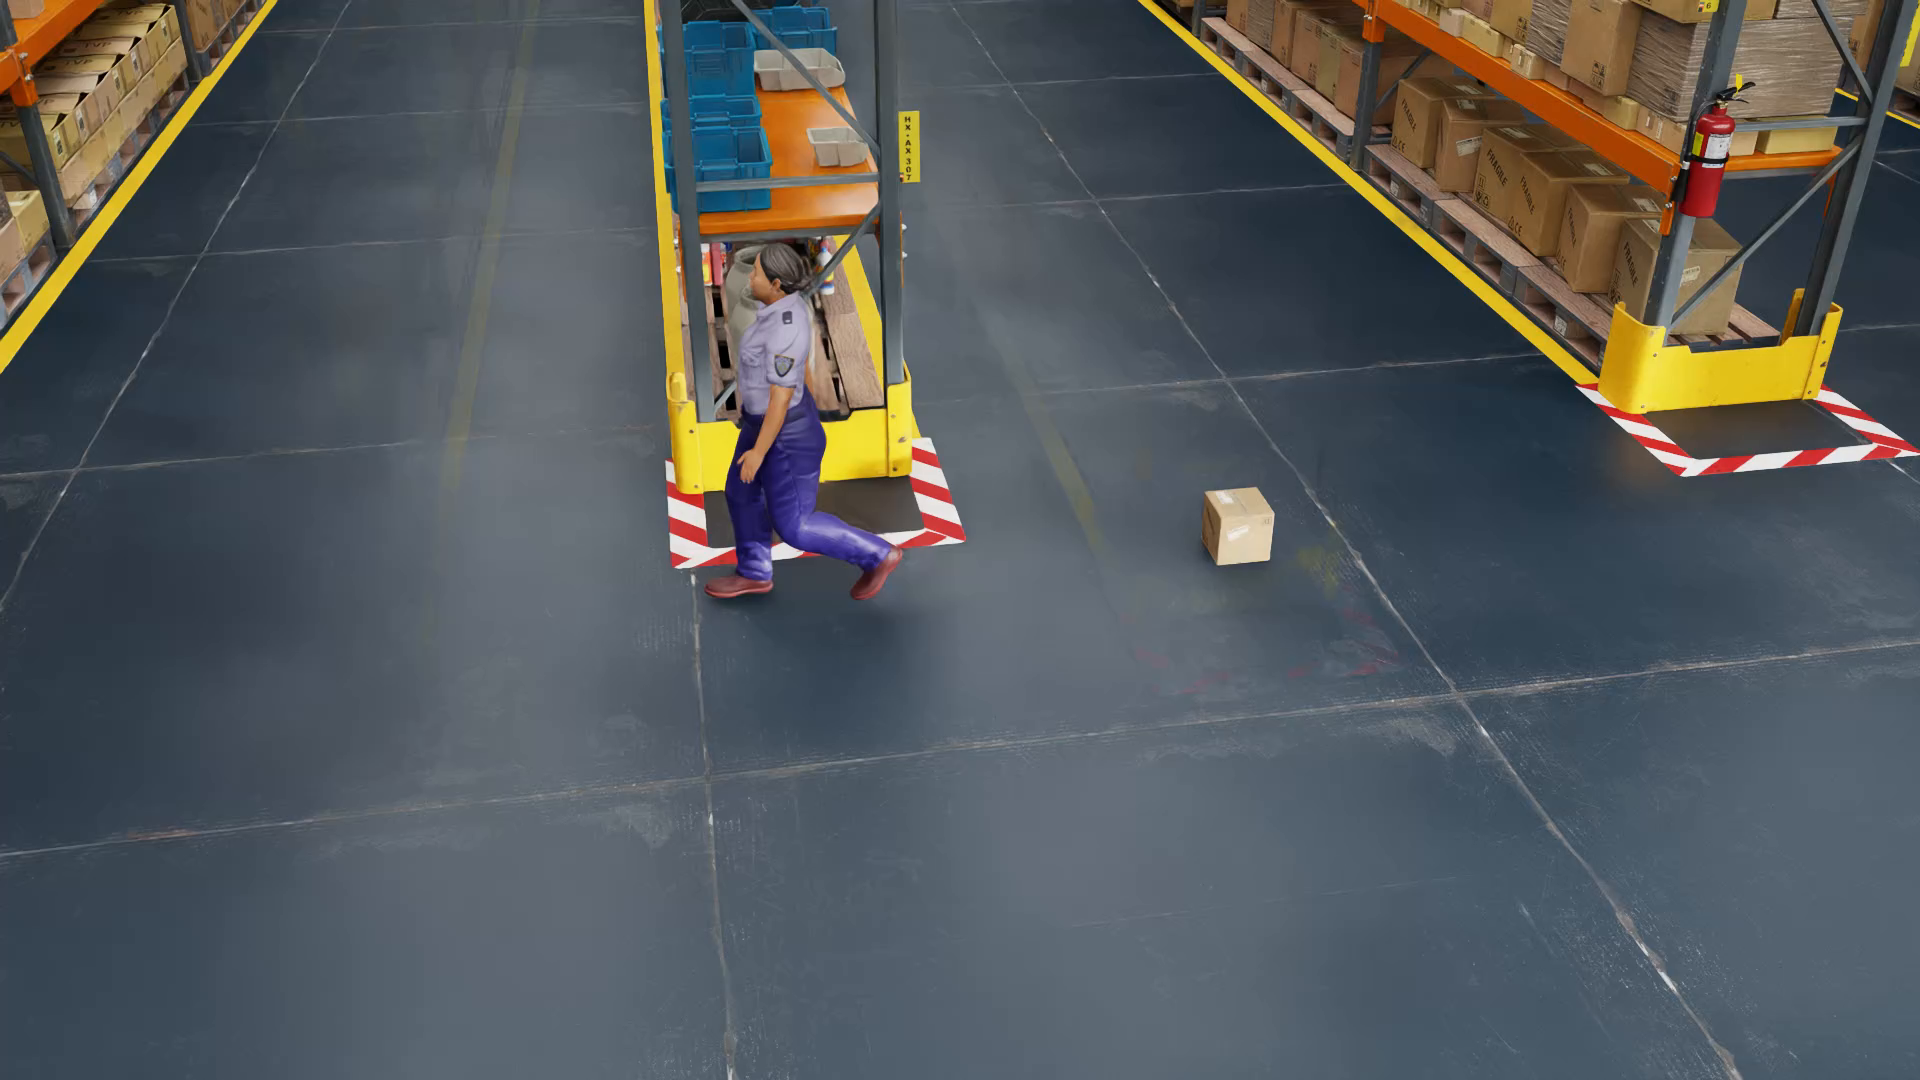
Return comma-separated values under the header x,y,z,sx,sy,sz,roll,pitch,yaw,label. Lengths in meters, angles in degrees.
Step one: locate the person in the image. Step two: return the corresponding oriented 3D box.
x,y,z,sx,sy,sz,roll,pitch,yaw,label
-0.696,-0.450,6.884,0.832,1.595,0.480,-5,31,-9,person
